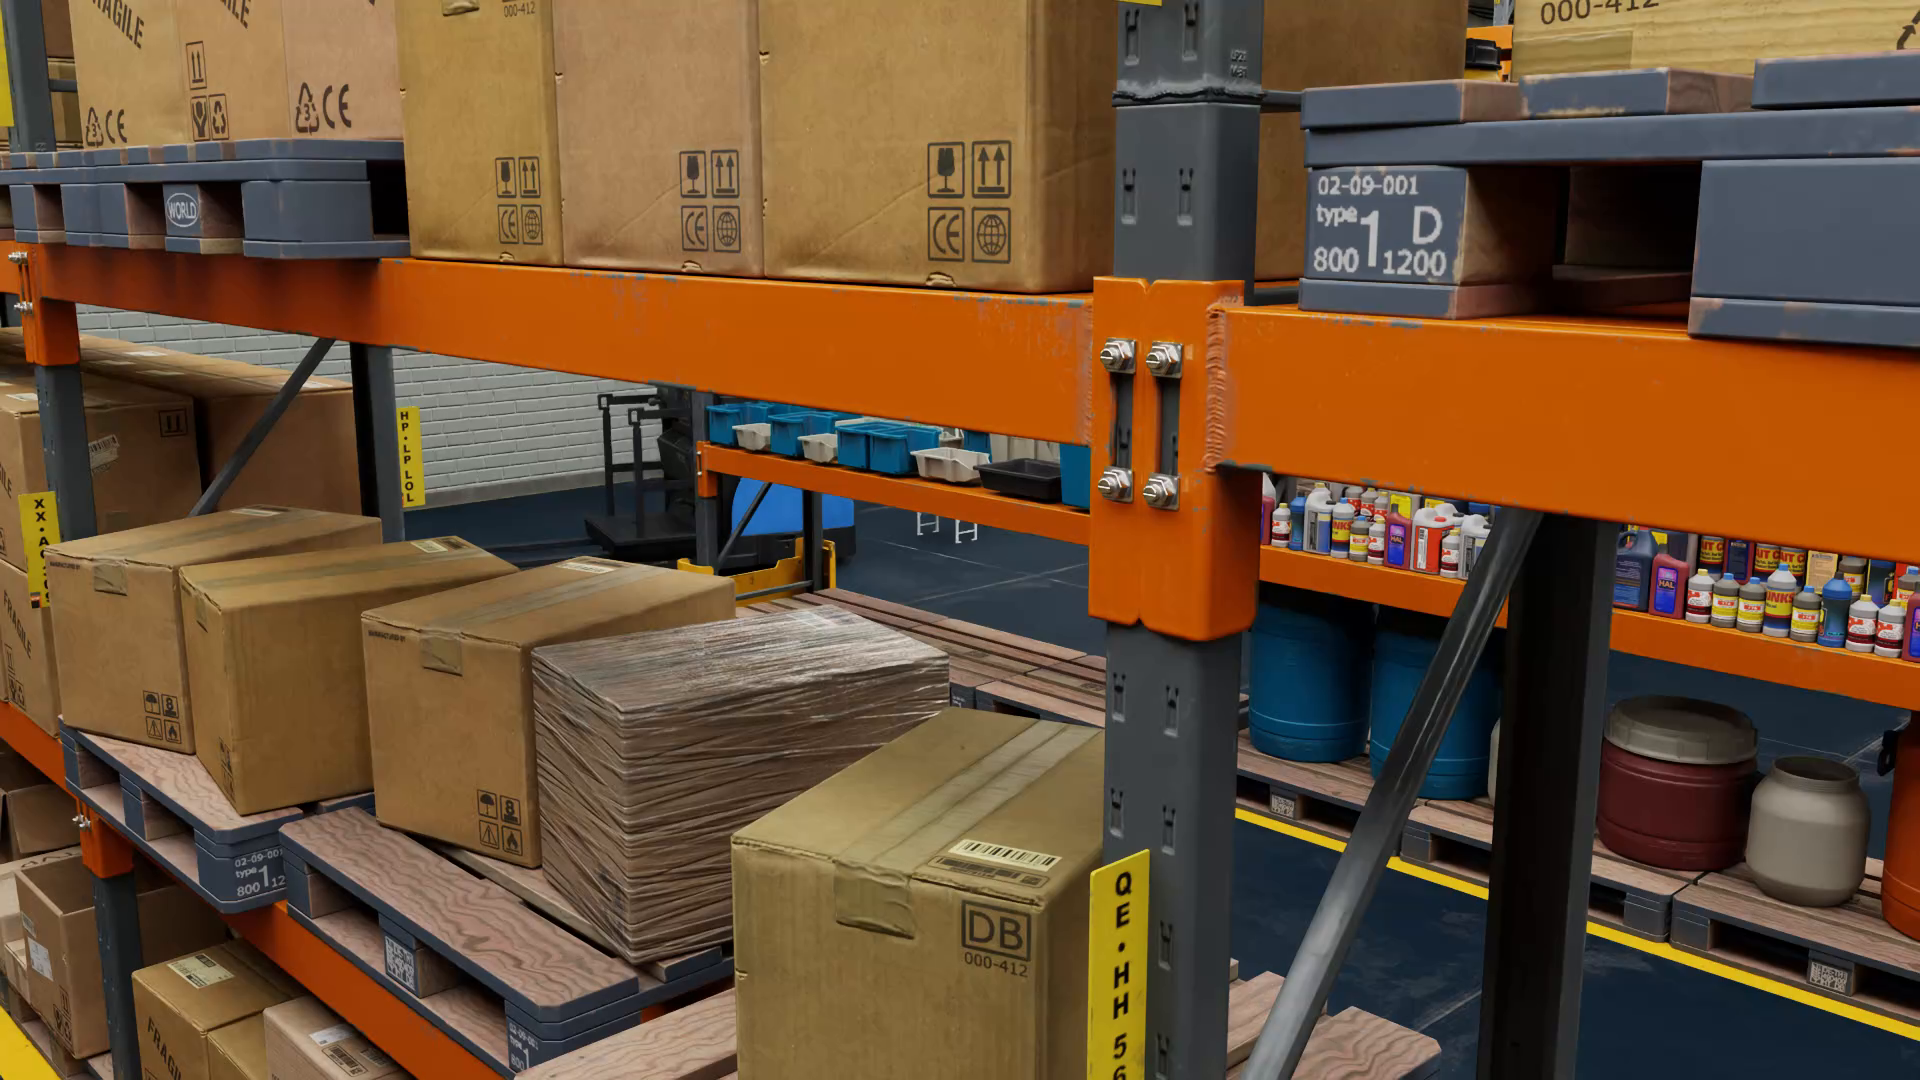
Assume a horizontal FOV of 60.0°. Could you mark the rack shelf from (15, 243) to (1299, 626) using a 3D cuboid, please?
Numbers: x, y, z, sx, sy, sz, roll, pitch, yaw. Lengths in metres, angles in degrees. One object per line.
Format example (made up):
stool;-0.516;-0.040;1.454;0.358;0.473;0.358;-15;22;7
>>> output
rack shelf;-0.818;-0.450;3.510;1.077;0.370;4.000;-11;16;-43

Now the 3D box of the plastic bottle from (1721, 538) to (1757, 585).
plastic bottle;3.318;0.043;7.058;0.061;0.283;0.133;-11;16;-43

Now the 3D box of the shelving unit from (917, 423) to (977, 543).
shelving unit;-0.114;-0.612;14.408;0.258;1.200;0.503;-11;16;-43

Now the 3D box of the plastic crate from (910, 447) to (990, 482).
plastic crate;-0.034;-0.427;9.556;0.293;0.136;0.466;-11;16;-43

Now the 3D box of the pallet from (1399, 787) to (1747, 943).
pallet;2.735;1.348;7.347;1.003;0.211;1.213;-11;16;-43

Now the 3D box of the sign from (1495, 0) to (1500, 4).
sign;5.470;-5.624;16.897;0.100;0.325;0.005;-11;16;-43

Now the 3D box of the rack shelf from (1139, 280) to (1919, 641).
rack shelf;1.944;0.134;0.677;1.077;0.370;4.000;-11;16;-43

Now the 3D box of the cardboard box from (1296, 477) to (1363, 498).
cardboard box;3.334;-0.539;13.817;0.875;0.875;0.875;-11;16;-43

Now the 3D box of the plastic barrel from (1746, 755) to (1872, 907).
plastic barrel;3.343;1.143;6.555;0.421;0.512;0.421;0;12;0

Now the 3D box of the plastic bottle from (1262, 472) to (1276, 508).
plastic bottle;1.422;-0.188;8.013;0.144;0.351;0.185;-11;16;-43

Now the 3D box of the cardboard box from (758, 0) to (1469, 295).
cardboard box;0.237;-0.618;2.297;0.910;0.500;0.500;-11;16;-43

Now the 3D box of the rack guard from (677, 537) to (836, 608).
rack guard;-1.403;0.324;11.599;1.175;0.500;0.348;-11;16;-43

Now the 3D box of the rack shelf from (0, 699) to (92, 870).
rack shelf;-3.581;0.436;6.646;1.077;0.370;4.000;-11;16;-43

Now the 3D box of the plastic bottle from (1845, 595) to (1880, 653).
plastic bottle;3.267;0.300;6.016;0.097;0.201;0.097;0;12;0

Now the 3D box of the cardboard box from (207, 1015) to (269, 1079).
cardboard box;-1.665;1.565;4.487;0.500;0.500;0.500;-11;16;-42

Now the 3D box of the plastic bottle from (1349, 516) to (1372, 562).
plastic bottle;1.810;-0.008;7.510;0.097;0.201;0.097;0;12;0

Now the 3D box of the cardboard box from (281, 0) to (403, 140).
cardboard box;-0.982;-1.120;3.442;0.600;0.600;0.600;11;16;43

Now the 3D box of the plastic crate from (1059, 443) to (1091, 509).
plastic crate;0.817;-0.357;8.600;0.392;0.384;0.575;-11;16;-43

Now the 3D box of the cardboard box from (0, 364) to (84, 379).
cardboard box;-3.440;-0.349;5.947;0.500;0.500;0.500;-11;16;-42

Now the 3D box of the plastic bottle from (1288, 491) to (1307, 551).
plastic bottle;1.583;-0.091;7.737;0.097;0.271;0.097;0;12;0

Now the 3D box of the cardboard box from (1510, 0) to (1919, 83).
cardboard box;0.917;-0.584;1.710;0.500;0.250;0.500;10;15;41

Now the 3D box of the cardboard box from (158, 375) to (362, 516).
cardboard box;-2.321;-0.272;5.570;0.500;0.500;0.500;-10;16;-41

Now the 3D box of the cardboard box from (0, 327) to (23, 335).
cardboard box;-4.456;-0.721;7.750;0.500;0.500;0.500;-11;16;-43

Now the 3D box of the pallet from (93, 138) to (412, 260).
pallet;-1.081;-0.746;3.631;1.213;0.211;1.003;-11;16;-43

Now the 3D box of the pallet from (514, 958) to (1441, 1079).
pallet;0.044;0.964;2.776;1.213;0.211;1.003;-11;16;-43

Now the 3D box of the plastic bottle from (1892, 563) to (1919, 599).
plastic bottle;3.763;0.154;6.537;0.152;0.276;0.135;-11;16;-43

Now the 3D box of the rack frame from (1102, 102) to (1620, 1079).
rack frame;0.563;0.959;2.324;1.000;3.000;0.127;-11;16;-43

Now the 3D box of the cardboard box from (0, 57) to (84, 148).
cardboard box;-2.732;-1.299;4.980;0.500;0.250;0.500;-11;16;-43

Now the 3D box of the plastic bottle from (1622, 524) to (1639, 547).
plastic bottle;3.018;-0.041;7.300;0.144;0.351;0.185;-11;16;-43

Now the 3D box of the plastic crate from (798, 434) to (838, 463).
plastic crate;-0.814;-0.559;10.198;0.250;0.136;0.298;-11;16;-43

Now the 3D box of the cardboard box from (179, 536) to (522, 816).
cardboard box;-1.513;0.312;4.174;0.700;0.500;0.500;-8;14;-34

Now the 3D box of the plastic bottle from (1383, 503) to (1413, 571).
plastic bottle;1.944;-0.015;7.339;0.061;0.283;0.133;-11;16;-43

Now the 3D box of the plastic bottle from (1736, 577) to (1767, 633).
plastic bottle;2.998;0.243;6.292;0.097;0.201;0.097;0;12;0

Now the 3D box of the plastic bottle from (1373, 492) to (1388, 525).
plastic bottle;2.067;-0.131;8.108;0.097;0.201;0.097;0;12;0

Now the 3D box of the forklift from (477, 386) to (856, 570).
forklift;-2.405;-1.212;13.033;3.031;2.935;1.130;-5;13;-24

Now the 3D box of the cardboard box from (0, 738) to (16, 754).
cardboard box;-4.408;0.845;7.980;0.500;0.500;0.500;-11;16;-43

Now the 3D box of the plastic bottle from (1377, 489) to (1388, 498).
plastic bottle;2.144;-0.188;8.198;0.152;0.276;0.135;-11;16;-43

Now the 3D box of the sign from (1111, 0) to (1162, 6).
sign;0.169;-0.688;1.603;0.100;0.325;0.005;-11;16;-43

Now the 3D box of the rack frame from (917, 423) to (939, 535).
rack frame;-0.283;-0.647;14.580;0.240;1.200;0.015;-11;16;-43

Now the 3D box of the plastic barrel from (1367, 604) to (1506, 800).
plastic barrel;2.238;0.693;7.776;0.600;0.901;0.708;-11;16;-43

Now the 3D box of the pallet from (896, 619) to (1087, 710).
pallet;0.003;0.771;10.145;1.003;0.211;1.213;-11;16;-43

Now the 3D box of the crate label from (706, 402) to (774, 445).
crate label;-1.444;-0.764;10.952;0.416;0.233;0.303;-11;16;-43

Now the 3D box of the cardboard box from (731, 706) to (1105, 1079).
cardboard box;0.046;0.628;2.641;0.500;0.500;0.700;6;13;26

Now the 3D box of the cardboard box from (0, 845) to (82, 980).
cardboard box;-3.316;1.323;6.127;0.500;0.311;0.500;-11;16;-43

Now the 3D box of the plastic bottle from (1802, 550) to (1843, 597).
plastic bottle;3.545;0.091;6.825;0.061;0.283;0.133;-11;16;-43

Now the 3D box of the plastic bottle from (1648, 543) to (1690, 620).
plastic bottle;2.771;0.160;6.491;0.061;0.283;0.133;-11;16;-43

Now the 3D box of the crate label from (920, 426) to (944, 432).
crate label;-0.283;-0.623;10.508;0.396;0.136;0.243;-11;16;-43

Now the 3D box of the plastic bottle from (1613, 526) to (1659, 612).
plastic bottle;2.691;0.098;6.625;0.144;0.351;0.185;-11;16;-43

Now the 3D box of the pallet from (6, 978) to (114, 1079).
pallet;-2.673;1.641;5.926;1.003;0.211;1.213;-11;16;-43

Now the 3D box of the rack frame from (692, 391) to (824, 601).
rack frame;-1.377;-0.898;11.338;1.000;3.000;0.127;-11;16;-43

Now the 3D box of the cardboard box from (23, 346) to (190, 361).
cardboard box;-3.390;-0.497;6.665;0.500;0.500;0.500;-10;15;-41

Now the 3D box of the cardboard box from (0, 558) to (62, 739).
cardboard box;-2.730;0.289;5.328;0.500;0.500;0.500;-11;16;-42

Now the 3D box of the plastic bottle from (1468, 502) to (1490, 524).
plastic bottle;2.415;-0.092;7.744;0.097;0.271;0.097;0;12;0

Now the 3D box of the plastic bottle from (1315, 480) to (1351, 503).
plastic bottle;1.892;-0.241;8.457;0.152;0.276;0.135;-11;16;-43

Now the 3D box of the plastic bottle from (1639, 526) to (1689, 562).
plastic bottle;3.001;0.000;7.101;0.144;0.351;0.185;-11;16;-43
